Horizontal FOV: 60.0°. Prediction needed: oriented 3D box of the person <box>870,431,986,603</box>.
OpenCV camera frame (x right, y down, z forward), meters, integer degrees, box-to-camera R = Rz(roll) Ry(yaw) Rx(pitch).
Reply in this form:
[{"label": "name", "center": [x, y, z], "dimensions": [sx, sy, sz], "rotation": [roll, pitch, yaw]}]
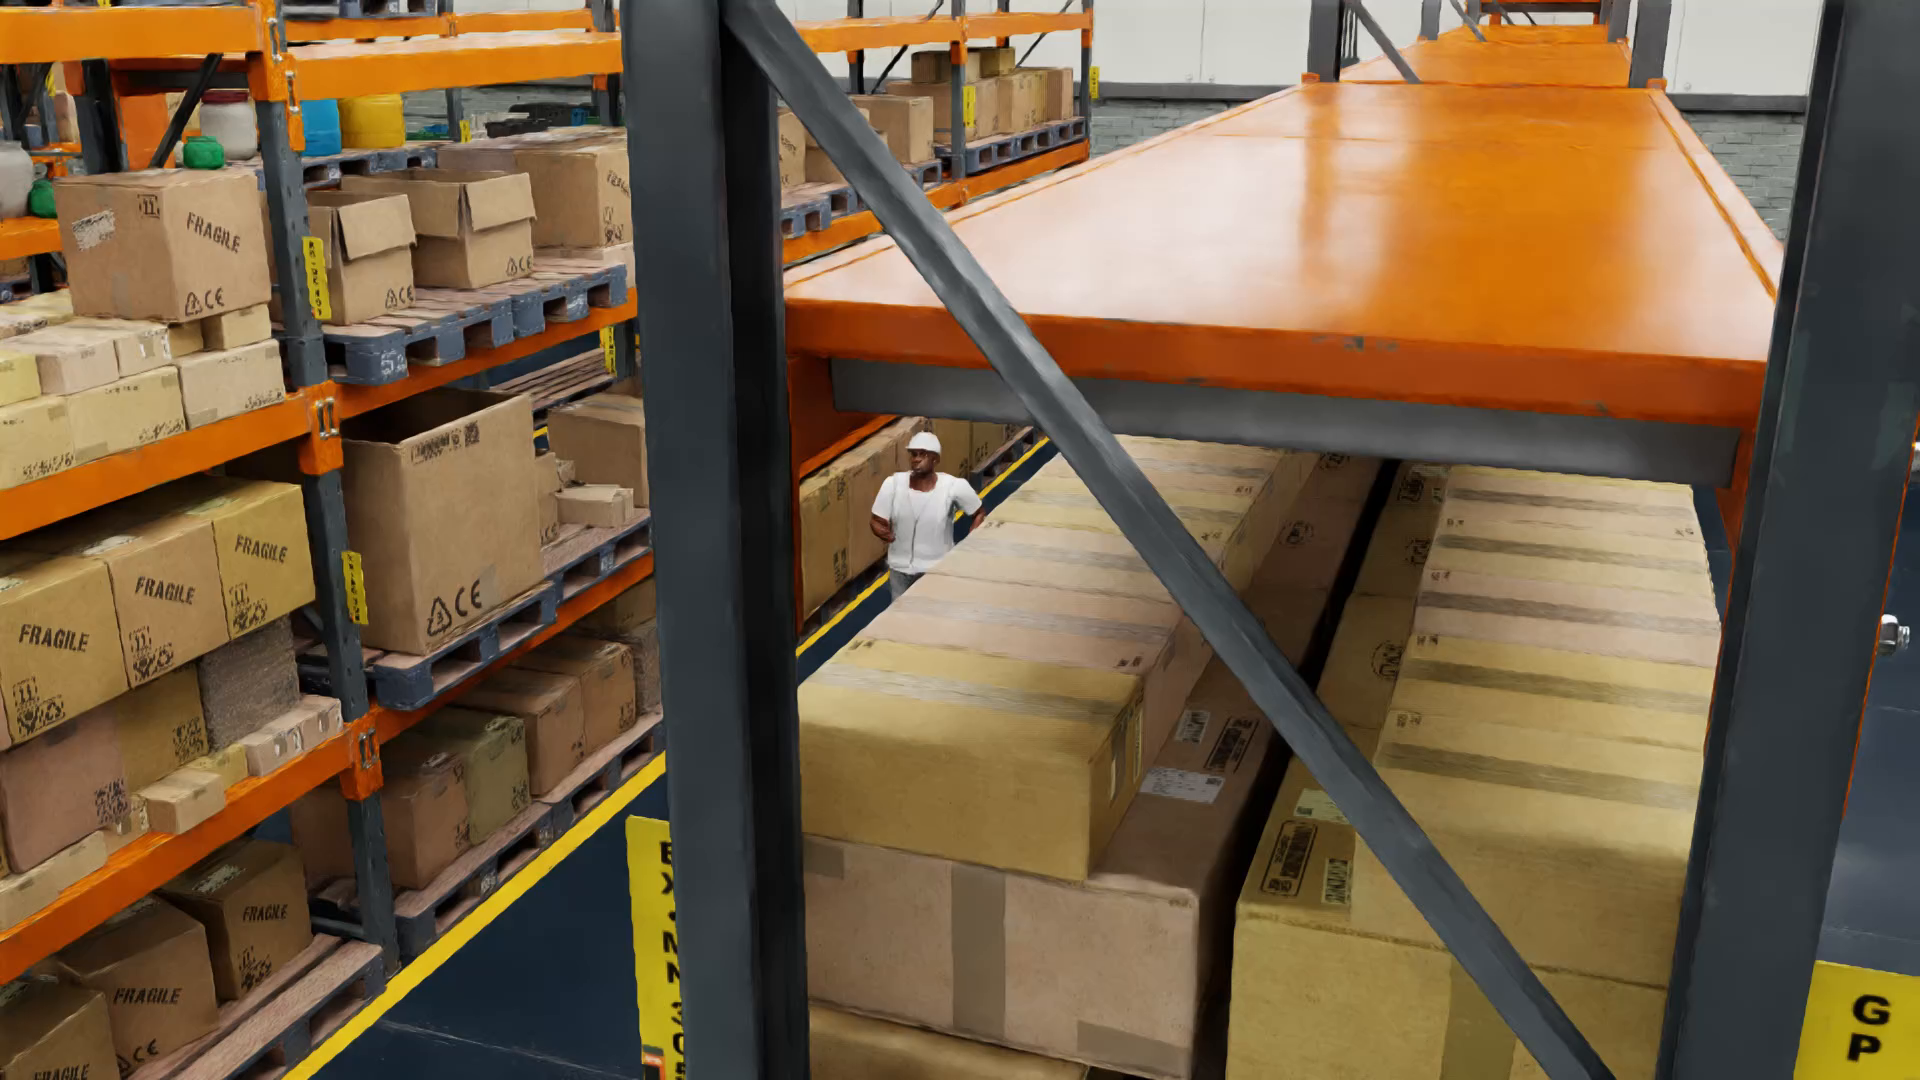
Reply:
[{"label": "person", "center": [-0.287, 0.208, 10.423], "dimensions": [0.662, 1.746, 0.865], "rotation": [7, 20, 21]}]
